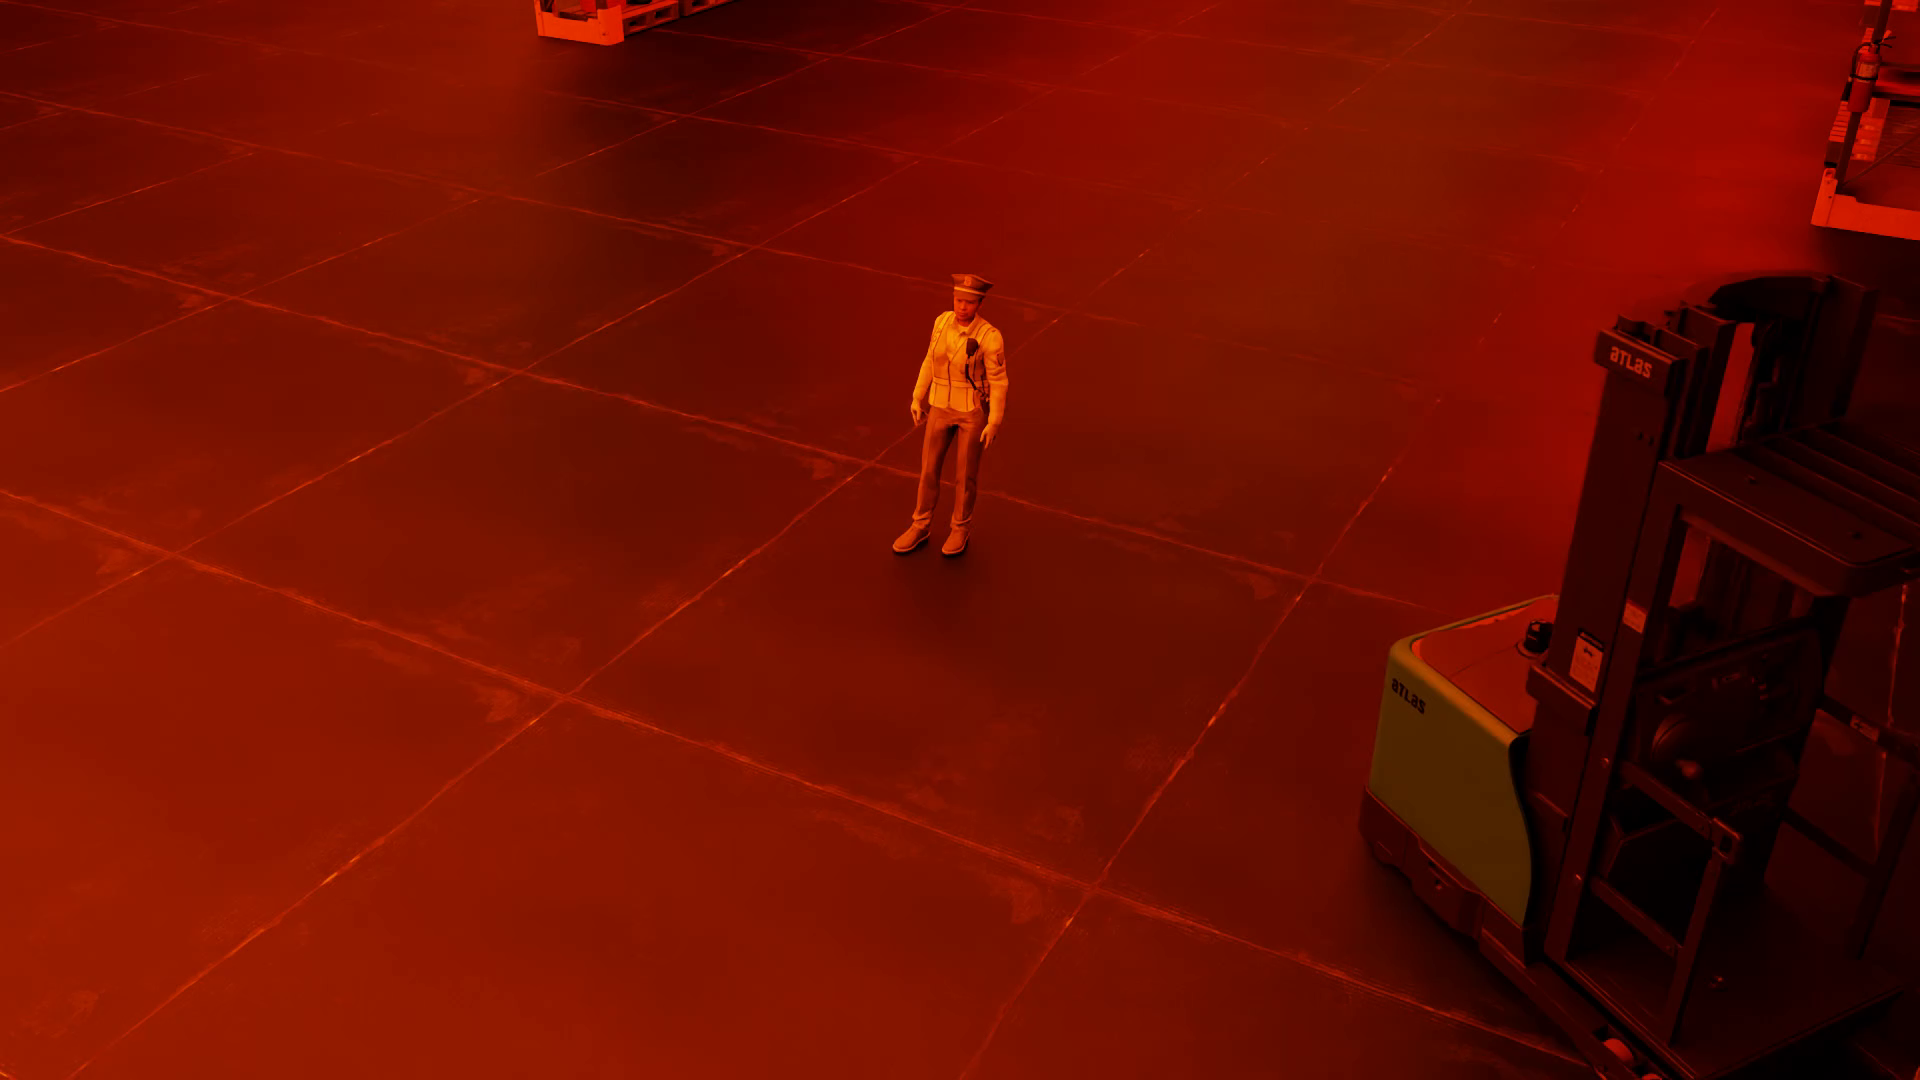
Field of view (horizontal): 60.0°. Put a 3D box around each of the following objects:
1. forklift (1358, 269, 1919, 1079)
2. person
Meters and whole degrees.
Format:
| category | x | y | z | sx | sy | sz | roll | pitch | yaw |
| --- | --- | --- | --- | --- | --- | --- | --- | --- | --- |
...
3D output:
| category | x | y | z | sx | sy | sz | roll | pitch | yaw |
| --- | --- | --- | --- | --- | --- | --- | --- | --- | --- |
| forklift | 2.917 | 0.650 | 5.945 | 1.130 | 2.935 | 3.031 | -14 | 33 | -22 |
| person | -0.040 | -0.712 | 9.526 | 0.586 | 1.694 | 0.530 | 15 | 33 | 25 |
